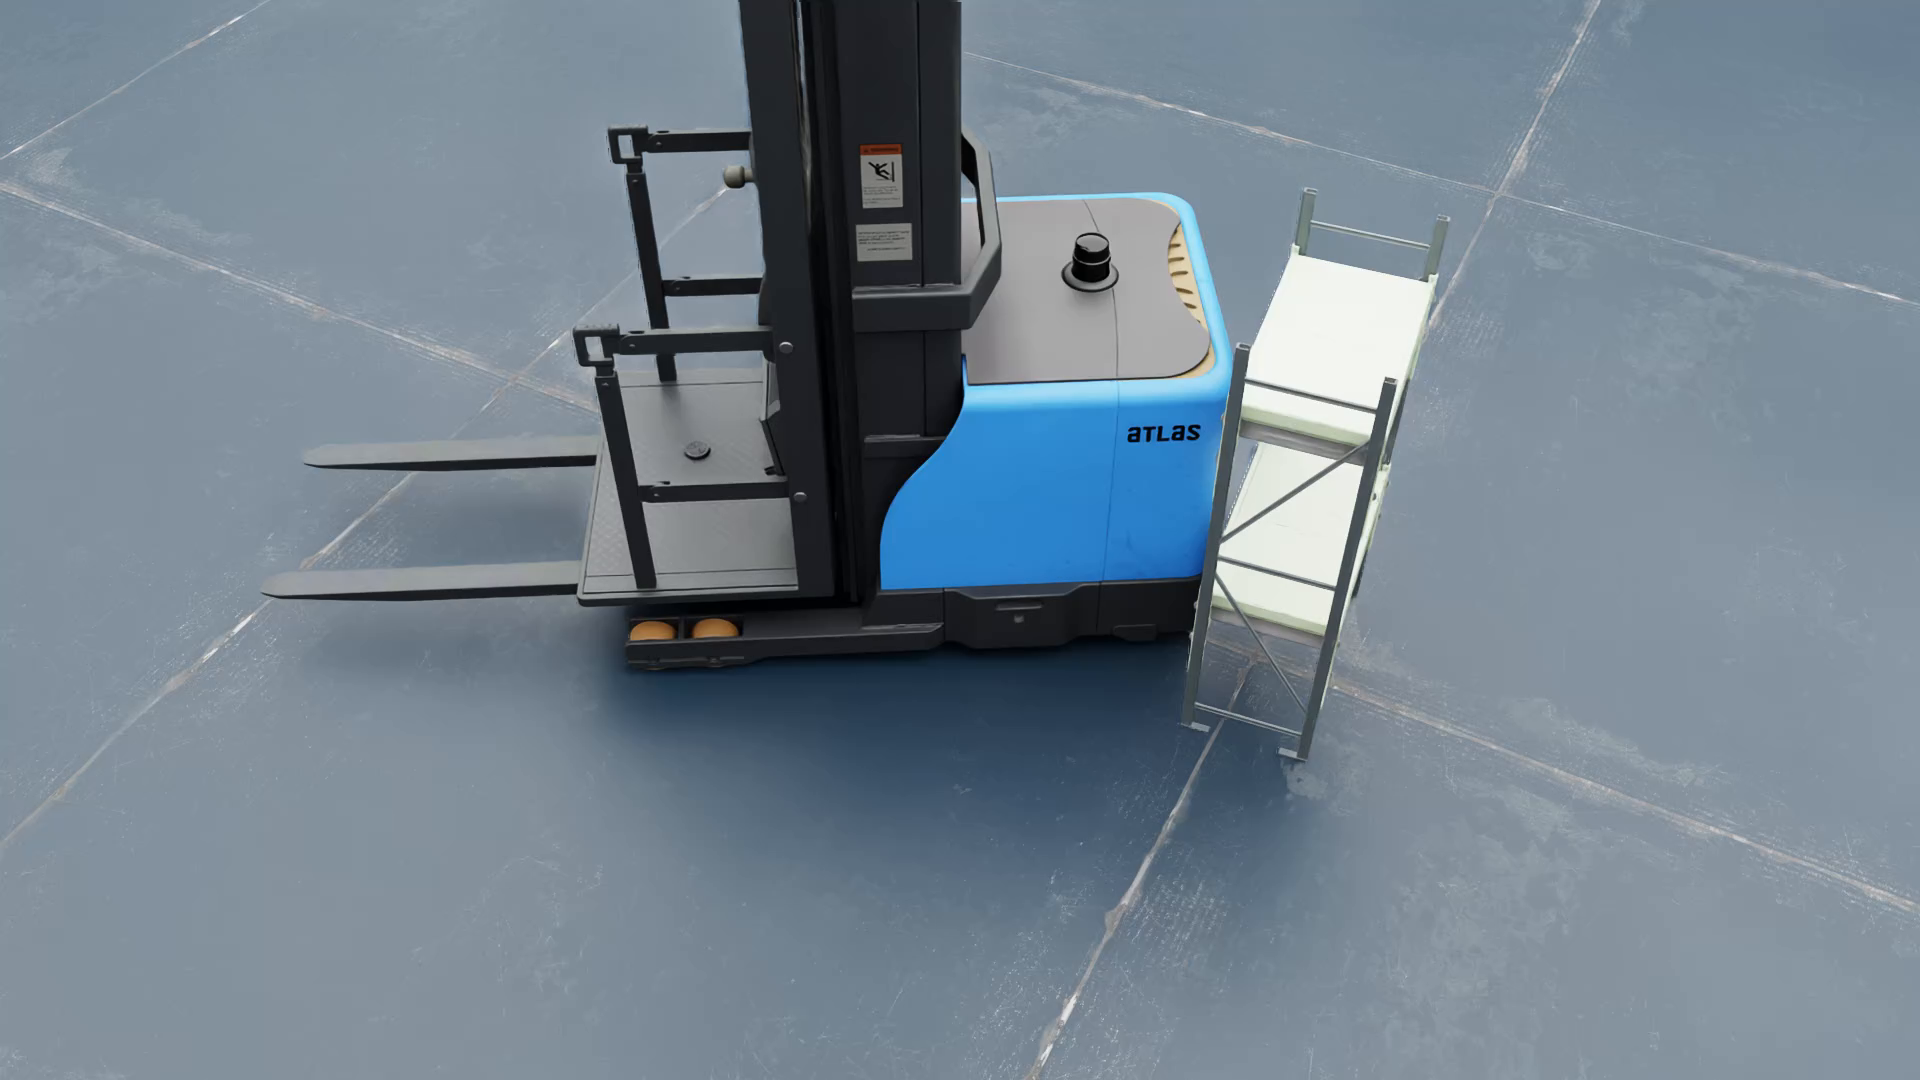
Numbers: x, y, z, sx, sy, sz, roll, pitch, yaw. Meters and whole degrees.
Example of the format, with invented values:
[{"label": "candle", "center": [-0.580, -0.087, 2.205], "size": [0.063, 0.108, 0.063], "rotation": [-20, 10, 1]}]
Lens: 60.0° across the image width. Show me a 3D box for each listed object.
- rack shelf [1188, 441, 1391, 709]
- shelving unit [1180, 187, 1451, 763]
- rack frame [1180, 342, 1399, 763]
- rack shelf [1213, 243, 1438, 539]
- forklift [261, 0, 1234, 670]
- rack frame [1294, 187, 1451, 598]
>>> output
[{"label": "rack shelf", "center": [1.008, 0.081, 5.073], "size": [0.431, 0.370, 0.720], "rotation": [15, 47, 15]}, {"label": "shelving unit", "center": [1.007, -0.149, 4.841], "size": [0.431, 1.500, 0.755], "rotation": [15, 47, 15]}, {"label": "rack frame", "center": [0.874, 0.094, 4.602], "size": [0.400, 1.500, 0.023], "rotation": [15, 47, 15]}, {"label": "rack shelf", "center": [1.006, -0.423, 4.563], "size": [0.431, 0.370, 0.720], "rotation": [15, 47, 15]}, {"label": "forklift", "center": [-0.725, -1.002, 4.679], "size": [3.031, 2.935, 1.130], "rotation": [-2, 45, -2]}, {"label": "rack frame", "center": [1.141, -0.391, 5.080], "size": [0.400, 1.500, 0.023], "rotation": [15, 47, 15]}]
